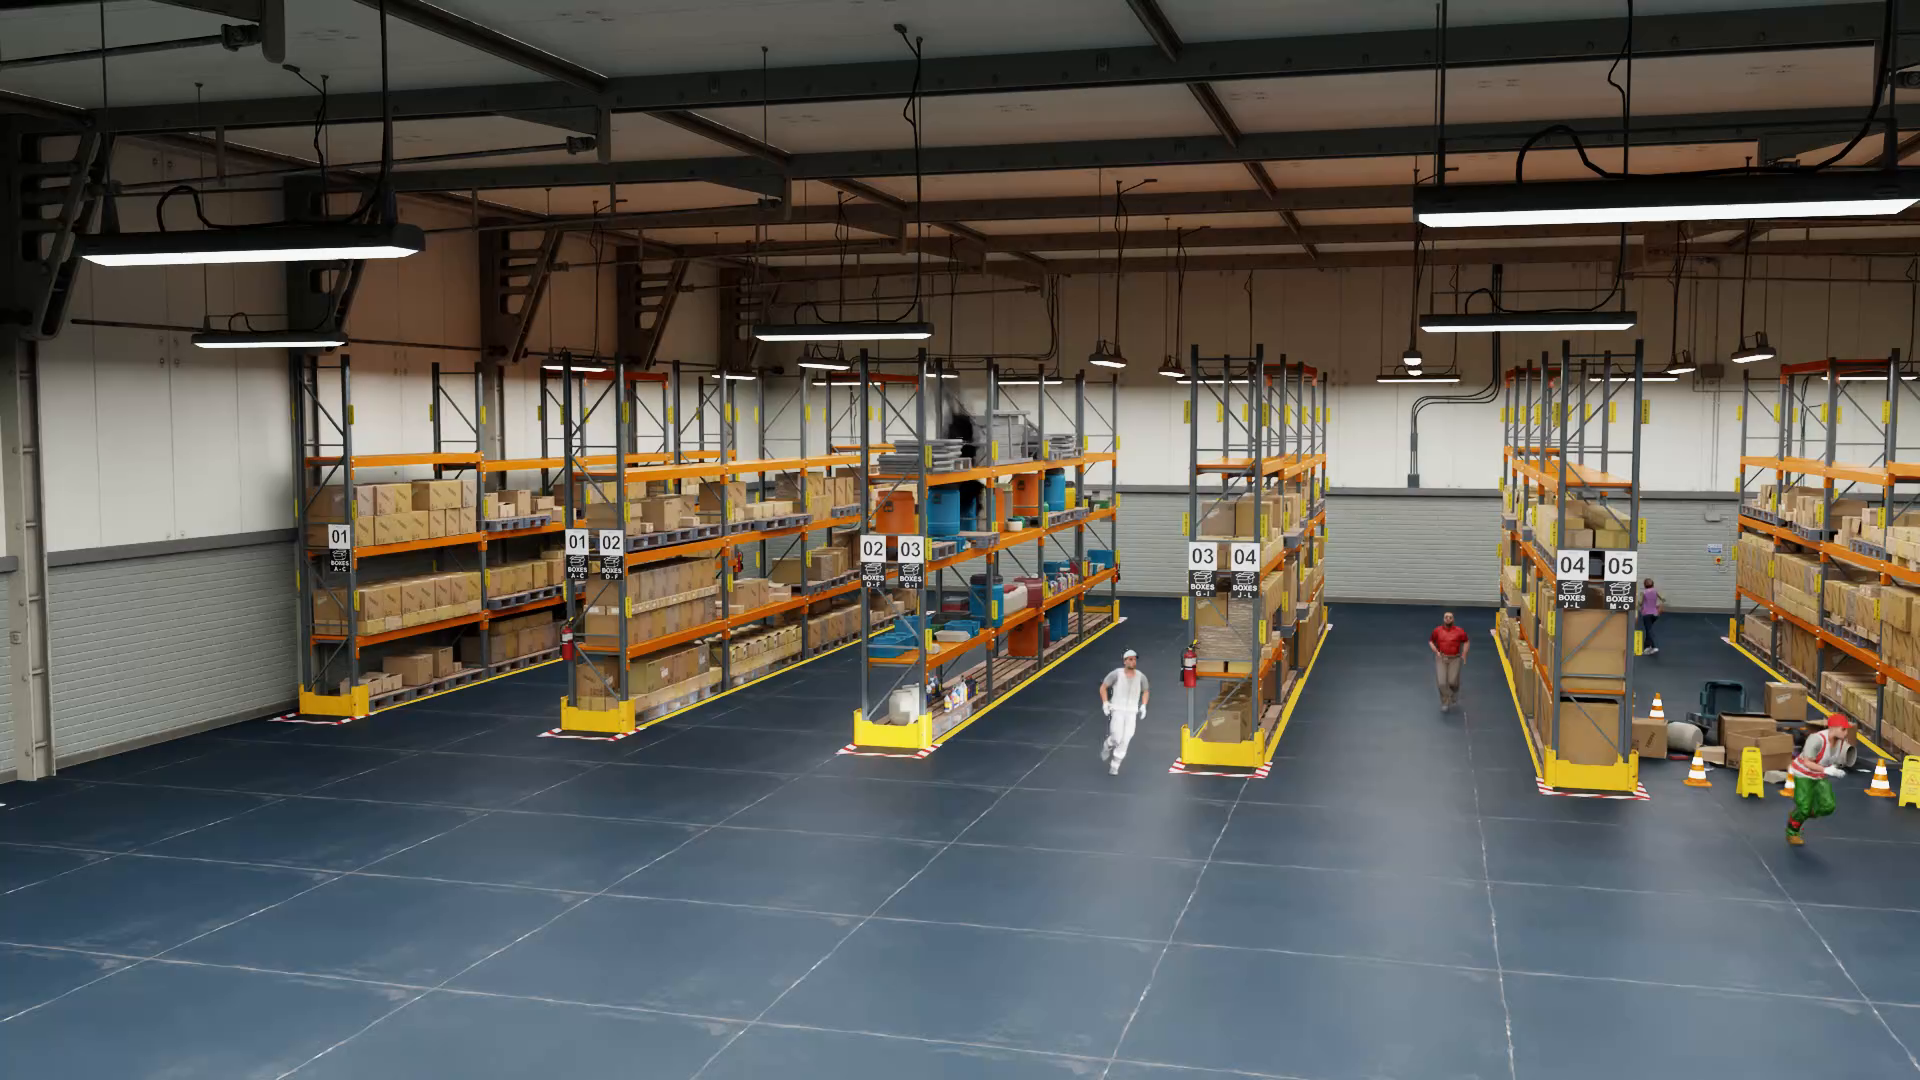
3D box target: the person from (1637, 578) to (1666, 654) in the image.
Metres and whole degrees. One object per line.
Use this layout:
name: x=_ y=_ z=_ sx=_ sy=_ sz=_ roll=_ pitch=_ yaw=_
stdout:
person: x=14.384 y=1.619 z=34.660 sx=0.475 sy=1.633 sz=0.835 roll=-1 pitch=4 yaw=-9

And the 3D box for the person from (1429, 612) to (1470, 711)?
person: x=8.279 y=2.057 z=28.202 sx=0.664 sy=1.685 sz=0.599 roll=2 pitch=5 yaw=21

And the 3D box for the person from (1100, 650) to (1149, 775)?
person: x=2.331 y=2.399 z=23.317 sx=0.698 sy=1.711 sz=0.608 roll=-1 pitch=4 yaw=-9

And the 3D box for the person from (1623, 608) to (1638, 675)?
person: x=12.805 y=1.777 z=32.154 sx=0.560 sy=1.624 sz=0.621 roll=1 pitch=4 yaw=16

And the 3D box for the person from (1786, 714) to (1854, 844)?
person: x=9.945 y=2.767 z=19.190 sx=0.696 sy=1.600 sz=0.830 roll=-2 pitch=5 yaw=-22
